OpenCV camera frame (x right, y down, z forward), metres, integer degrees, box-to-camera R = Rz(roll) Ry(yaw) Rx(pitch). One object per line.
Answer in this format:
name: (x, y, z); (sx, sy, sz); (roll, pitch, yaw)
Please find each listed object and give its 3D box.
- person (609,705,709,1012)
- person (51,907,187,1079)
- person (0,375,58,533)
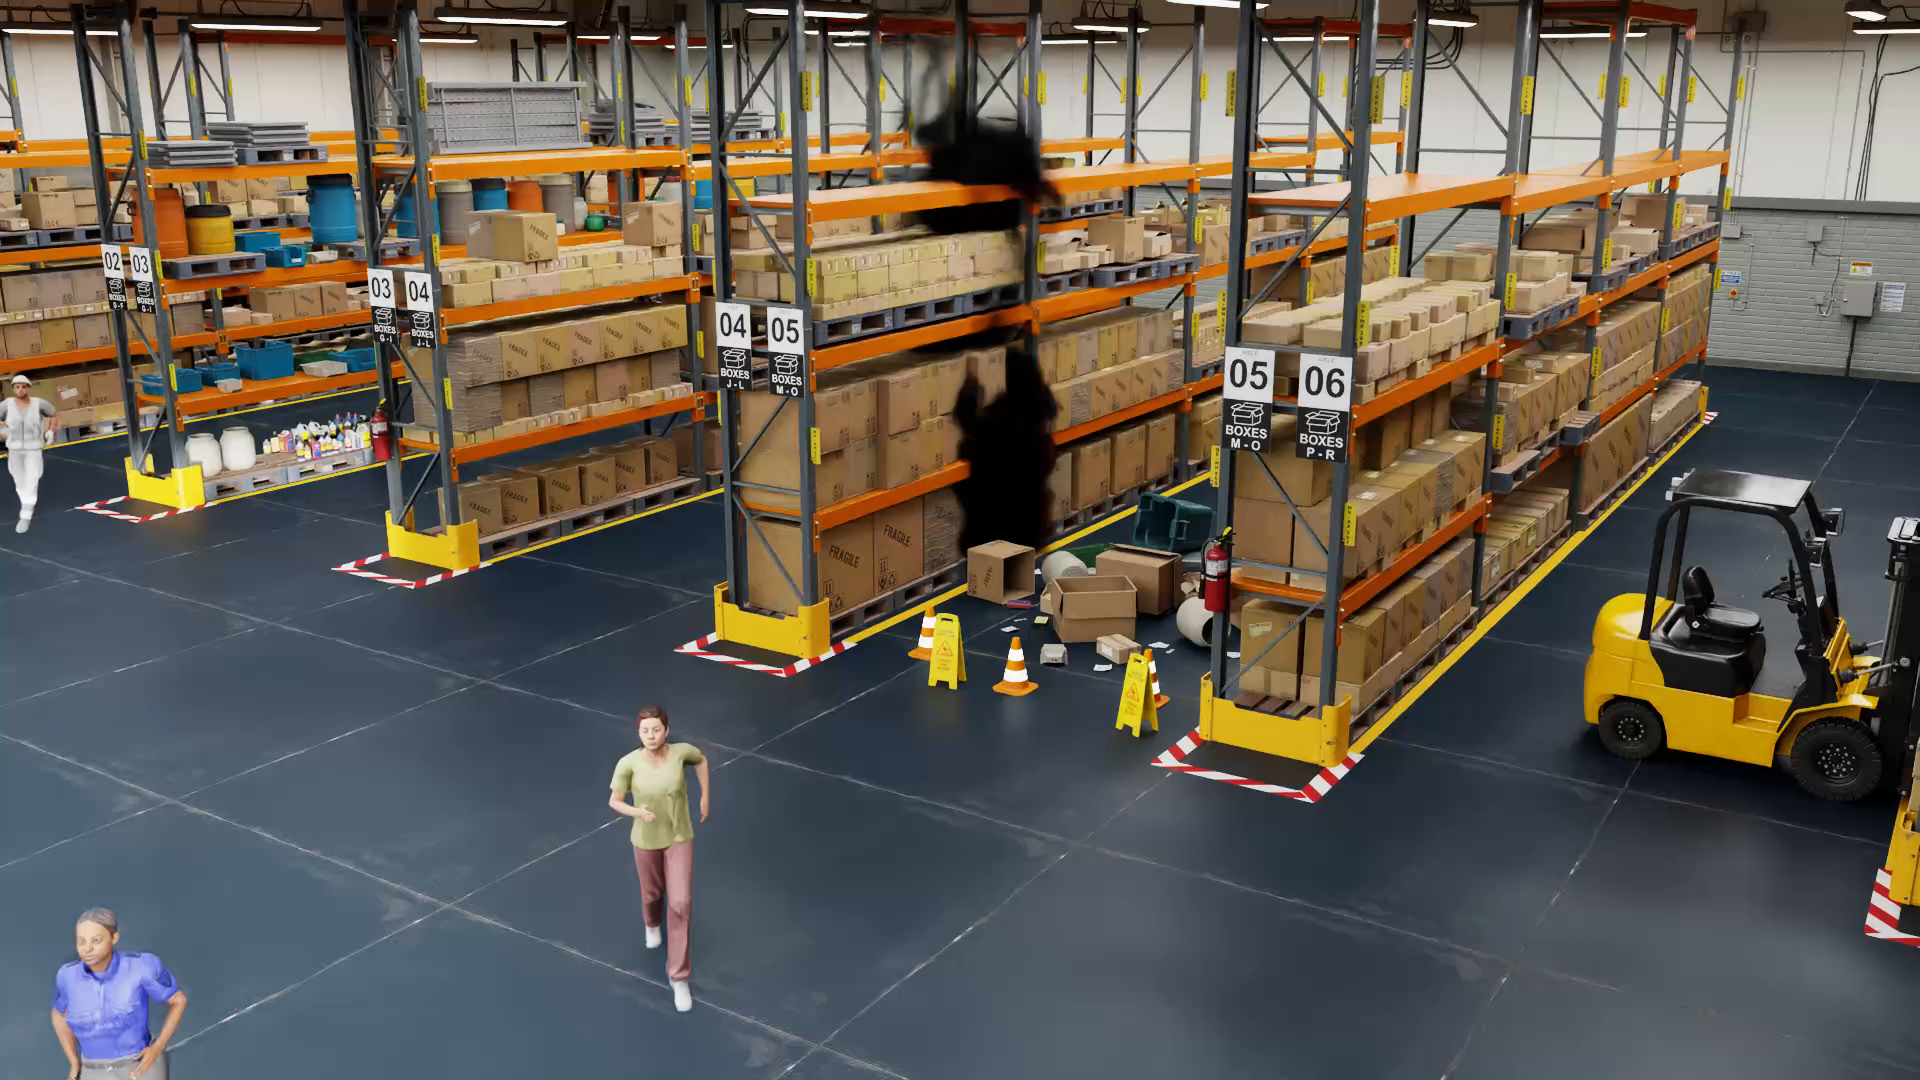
person: (-1.738, 1.775, 9.703); (0.578, 1.668, 0.965); (-3, 16, -10)
person: (-3.793, 2.409, 7.568); (0.576, 1.649, 0.726); (-5, 16, -17)
person: (-11.022, -1.080, 19.636); (0.683, 1.757, 0.905); (-5, 16, -18)
